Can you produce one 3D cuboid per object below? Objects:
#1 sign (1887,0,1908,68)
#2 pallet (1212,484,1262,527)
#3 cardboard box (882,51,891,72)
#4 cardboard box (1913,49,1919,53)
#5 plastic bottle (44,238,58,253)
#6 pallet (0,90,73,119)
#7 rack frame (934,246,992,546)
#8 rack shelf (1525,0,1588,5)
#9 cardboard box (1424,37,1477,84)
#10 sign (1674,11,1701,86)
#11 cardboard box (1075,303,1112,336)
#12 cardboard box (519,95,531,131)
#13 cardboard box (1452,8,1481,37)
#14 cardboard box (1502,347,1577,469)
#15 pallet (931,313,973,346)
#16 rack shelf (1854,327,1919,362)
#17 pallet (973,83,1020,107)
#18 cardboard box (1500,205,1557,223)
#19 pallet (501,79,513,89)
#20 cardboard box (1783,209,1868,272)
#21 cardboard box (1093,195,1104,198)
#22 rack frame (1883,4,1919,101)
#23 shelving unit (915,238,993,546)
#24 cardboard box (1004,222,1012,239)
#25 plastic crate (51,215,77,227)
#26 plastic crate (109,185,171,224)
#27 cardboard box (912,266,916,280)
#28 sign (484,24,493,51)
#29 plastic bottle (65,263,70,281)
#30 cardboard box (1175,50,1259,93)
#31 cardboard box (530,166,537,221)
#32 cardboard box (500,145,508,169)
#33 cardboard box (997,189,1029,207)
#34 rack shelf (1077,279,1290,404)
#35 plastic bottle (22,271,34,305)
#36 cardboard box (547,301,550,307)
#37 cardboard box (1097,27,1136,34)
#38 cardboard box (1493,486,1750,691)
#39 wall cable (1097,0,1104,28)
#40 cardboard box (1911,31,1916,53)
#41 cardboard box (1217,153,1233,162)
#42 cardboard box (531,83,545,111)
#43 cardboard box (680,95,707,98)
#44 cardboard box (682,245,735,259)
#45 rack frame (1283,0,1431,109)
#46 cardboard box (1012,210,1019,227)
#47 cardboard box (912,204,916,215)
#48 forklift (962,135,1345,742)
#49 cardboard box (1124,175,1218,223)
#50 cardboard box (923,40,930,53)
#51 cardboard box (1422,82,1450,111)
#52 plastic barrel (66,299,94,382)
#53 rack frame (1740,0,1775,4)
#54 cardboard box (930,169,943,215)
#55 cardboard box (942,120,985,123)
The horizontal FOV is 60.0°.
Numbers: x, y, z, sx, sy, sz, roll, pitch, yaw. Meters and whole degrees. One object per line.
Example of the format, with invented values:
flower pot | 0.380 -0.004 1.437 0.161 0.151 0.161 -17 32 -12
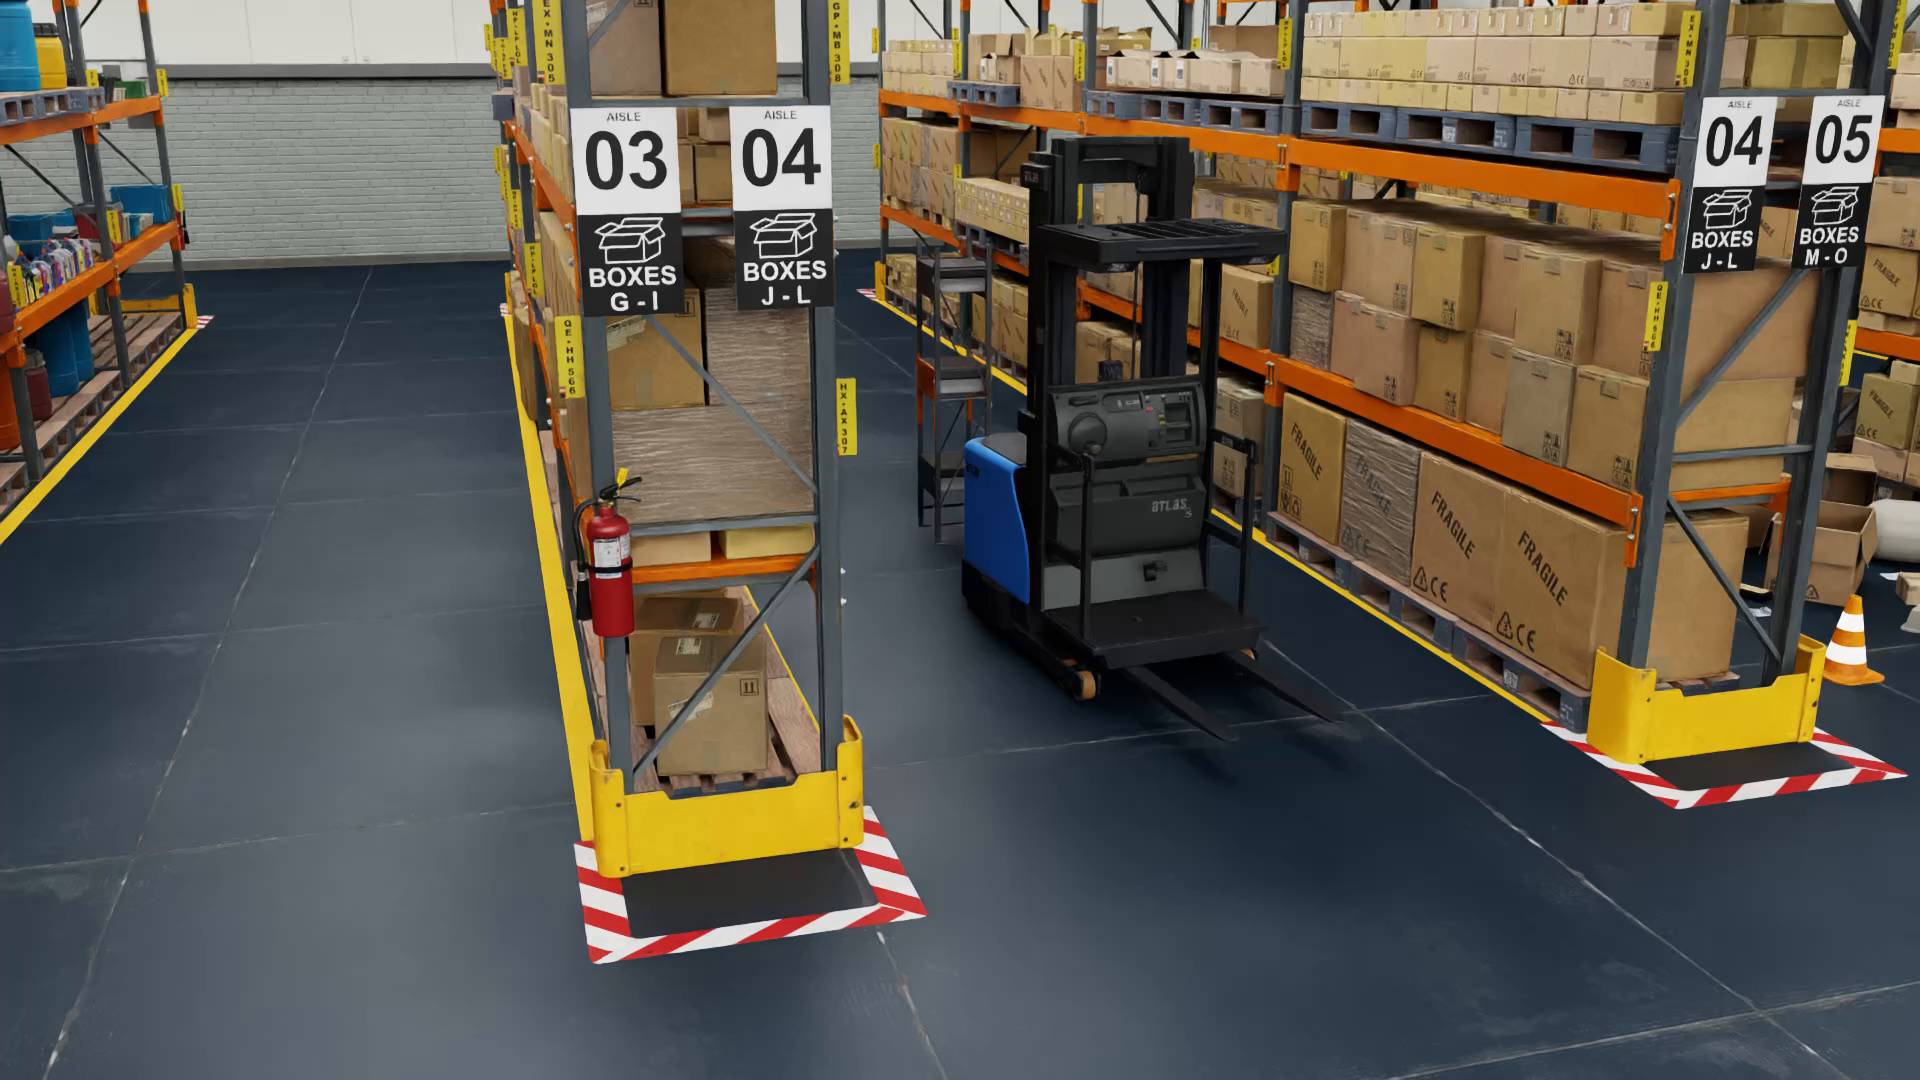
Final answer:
sign | 4.328 -2.355 7.707 0.100 0.325 0.005 -5 17 -15
pallet | 2.409 -0.398 12.910 1.003 0.211 1.213 -5 17 -15
cardboard box | -0.731 -6.305 21.905 0.500 0.250 0.500 -4 17 -14
cardboard box | 10.626 -5.366 18.438 0.380 0.149 0.250 -5 18 -17
plastic bottle | -8.585 -2.669 15.708 0.144 0.351 0.185 -5 17 -15
pallet | -8.440 -3.807 14.525 1.003 0.211 1.213 -5 17 -15
rack frame | 0.022 -0.984 11.578 0.400 2.100 0.015 -5 17 -15
rack shelf | 9.448 -7.632 22.974 1.077 0.370 4.000 -5 17 -15
cardboard box | 2.978 -2.706 9.372 0.500 0.250 0.500 -5 17 -15
sign | 3.267 -2.203 7.458 0.100 0.325 0.005 -5 17 -15
cardboard box | 1.154 -2.164 16.254 0.500 0.250 0.500 -5 17 -17
cardboard box | -3.027 -3.200 12.436 0.500 0.250 0.500 -4 17 -14
cardboard box | 2.955 -2.855 9.176 0.380 0.149 0.250 -5 17 -15
cardboard box | 3.475 -0.741 8.944 0.875 0.550 0.550 -5 17 -15
pallet | 0.276 -2.586 20.196 1.003 0.211 1.213 -5 17 -15
rack shelf | 7.975 -1.048 11.476 1.077 0.370 4.000 -5 17 -15
pallet | 0.850 -4.620 17.230 1.213 0.211 1.003 -5 17 -15
cardboard box | 5.948 -3.333 17.227 0.500 0.250 0.500 -5 17 -15
pallet | -4.517 -4.996 18.310 1.003 0.211 1.213 -5 17 -15
cardboard box | 7.077 -2.447 13.462 0.500 0.500 0.500 -5 17 -16
cardboard box | 1.442 -3.357 16.586 0.380 0.149 0.250 -5 18 -18
rack frame | 7.425 -4.819 12.351 1.000 3.000 0.127 -5 17 -15
shelving unit | -0.045 -1.051 11.802 0.431 2.100 0.503 -5 17 -15
cardboard box | 0.669 -3.169 16.993 0.380 0.149 0.250 -4 17 -14
plastic crate | -9.968 -3.497 18.565 0.416 0.233 0.300 -5 17 -15
plastic crate | -9.892 -4.057 20.080 0.616 0.435 0.499 -5 17 -15
cardboard box | -0.406 -3.432 21.354 0.380 0.149 0.250 -4 17 -14
sign | -5.936 -6.332 20.947 0.100 0.325 0.005 -5 17 -15
plastic bottle | -8.311 -2.497 15.396 0.097 0.201 0.097 0 17 0
cardboard box | 2.000 -3.636 12.881 0.500 0.311 0.500 -5 18 -17
cardboard box | -3.755 -3.366 16.025 0.797 0.503 0.637 -4 17 -13
cardboard box | -5.391 -4.619 20.554 0.500 0.500 0.500 -5 17 -17
cardboard box | 0.595 -3.527 17.154 0.380 0.149 0.250 -4 17 -14
rack shelf | 2.144 -1.735 13.764 1.077 0.370 4.000 -5 17 -15
plastic bottle | -7.893 -2.135 14.048 0.061 0.283 0.133 -5 17 -15
cardboard box | -2.039 -1.223 10.118 0.875 0.500 0.500 -5 17 -15
cardboard box | 1.498 -4.827 16.090 0.396 0.266 0.258 -5 17 -15
cardboard box | 3.543 0.214 8.987 0.875 0.875 0.875 -5 17 -15
wall cable | 2.293 -9.689 28.565 0.463 3.000 0.029 -5 17 -15
cardboard box | 7.503 -4.081 13.772 0.500 0.250 0.500 -5 17 -16
cardboard box | 3.985 -5.636 23.589 0.500 0.500 0.500 -5 17 -16
cardboard box | -2.310 -2.603 9.758 0.380 0.149 0.250 -5 17 -17
cardboard box | -1.093 -1.994 7.729 0.380 0.149 0.250 -5 17 -15
cardboard box | -1.163 -1.175 8.222 0.500 0.500 0.500 -5 17 -15
rack frame | 2.693 -4.399 10.955 1.000 3.000 0.127 -5 17 -15
cardboard box | 0.736 -3.241 16.717 0.380 0.149 0.250 -5 17 -16
cardboard box | -0.404 -4.255 21.342 0.380 0.149 0.250 -5 17 -16
forklift | 1.031 -0.666 9.074 1.130 2.935 3.031 -7 18 -21
cardboard box | 1.848 -2.895 14.462 0.700 0.500 0.500 -5 17 -16
cardboard box | -0.234 -5.955 20.046 0.380 0.149 0.250 -5 17 -16
cardboard box | 2.885 -2.543 9.523 0.380 0.149 0.250 -4 17 -15
plastic barrel | -8.931 -2.028 16.405 0.600 0.901 0.708 -5 17 -15
rack frame | 9.998 -7.425 21.028 1.000 3.000 0.127 -5 17 -15
cardboard box | -0.051 -4.184 19.978 0.500 0.500 0.500 -5 17 -17
cardboard box | 0.051 -5.124 21.369 0.500 0.500 0.500 -4 17 -12
